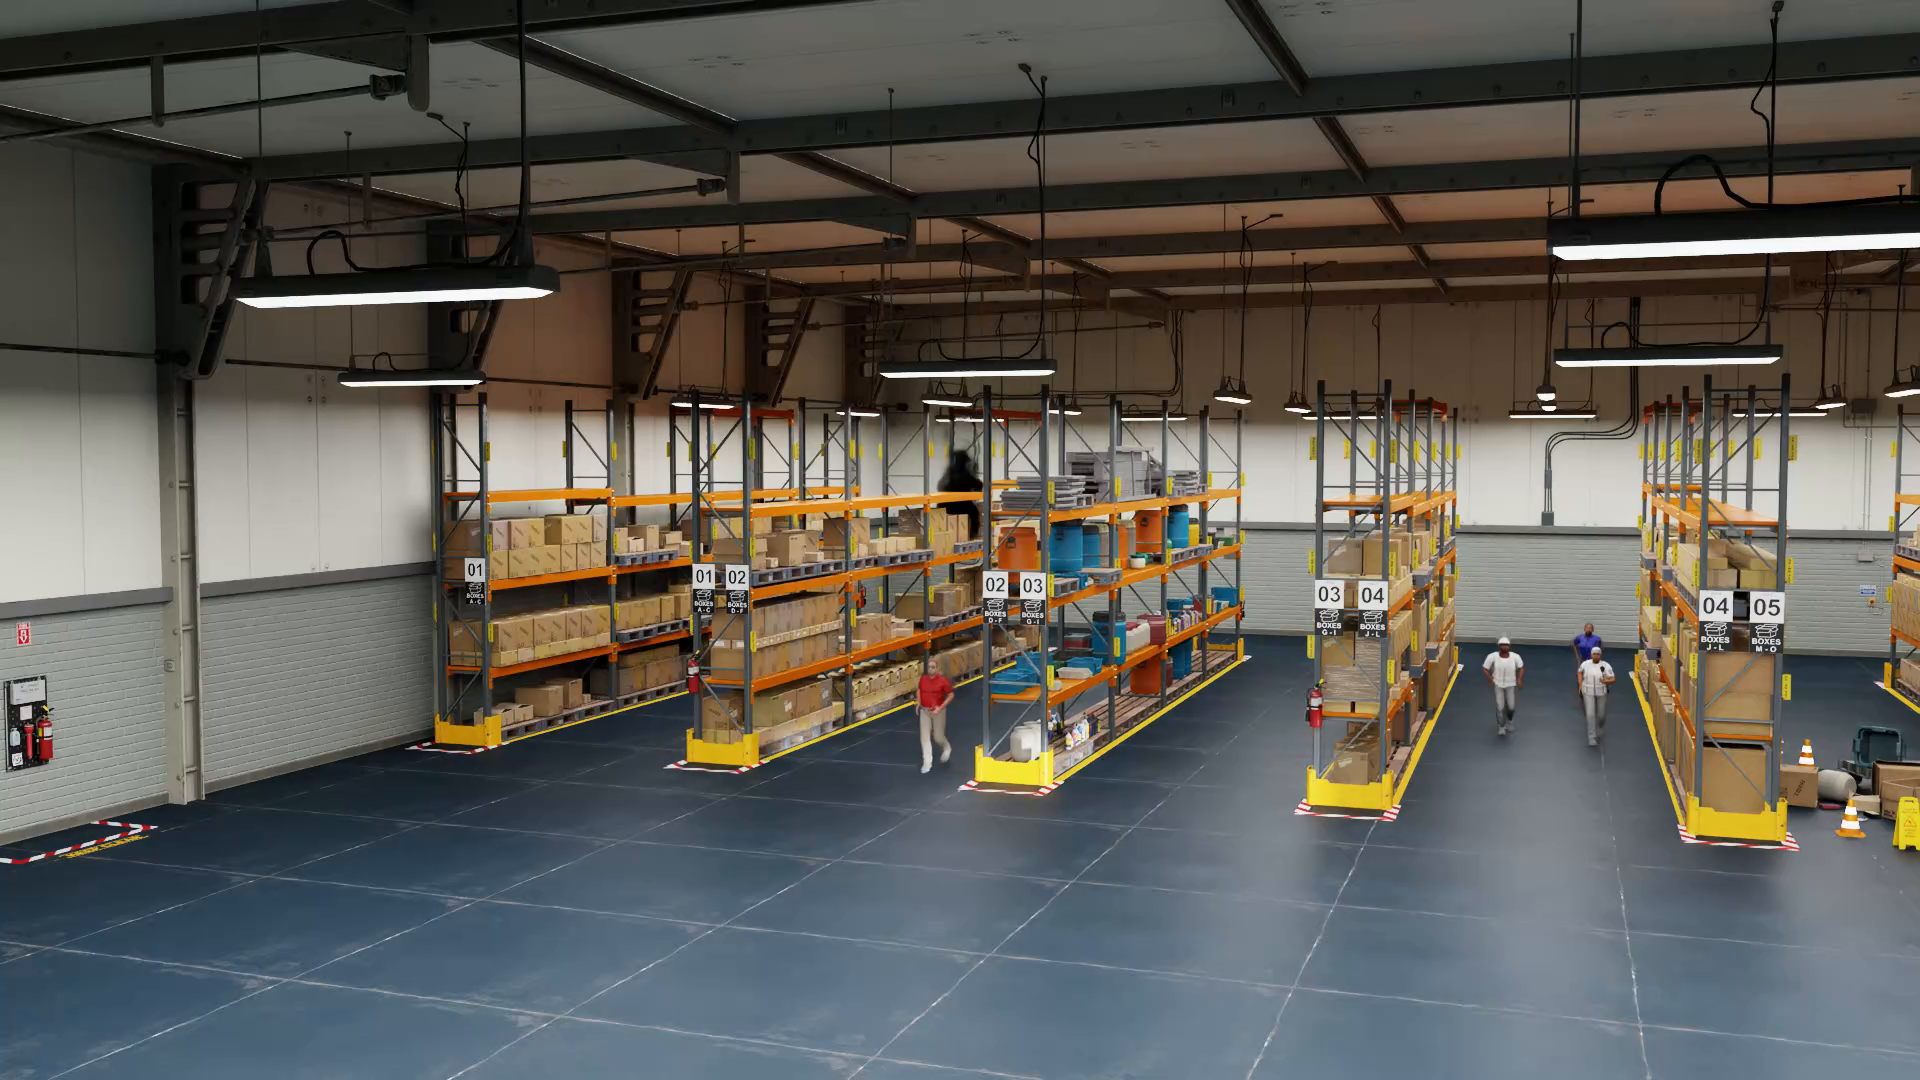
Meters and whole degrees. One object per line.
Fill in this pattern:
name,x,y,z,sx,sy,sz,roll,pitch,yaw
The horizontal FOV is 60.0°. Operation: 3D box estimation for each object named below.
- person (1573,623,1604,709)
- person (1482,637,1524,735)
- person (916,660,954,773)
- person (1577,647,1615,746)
person,12.308,2.466,32.585,0.556,1.676,0.764,1,3,16
person,9.562,2.573,29.270,0.712,1.725,0.566,1,3,14
person,-0.404,2.755,26.236,0.675,1.737,0.869,1,3,20
person,10.877,2.642,28.450,0.607,1.650,0.906,1,3,21
